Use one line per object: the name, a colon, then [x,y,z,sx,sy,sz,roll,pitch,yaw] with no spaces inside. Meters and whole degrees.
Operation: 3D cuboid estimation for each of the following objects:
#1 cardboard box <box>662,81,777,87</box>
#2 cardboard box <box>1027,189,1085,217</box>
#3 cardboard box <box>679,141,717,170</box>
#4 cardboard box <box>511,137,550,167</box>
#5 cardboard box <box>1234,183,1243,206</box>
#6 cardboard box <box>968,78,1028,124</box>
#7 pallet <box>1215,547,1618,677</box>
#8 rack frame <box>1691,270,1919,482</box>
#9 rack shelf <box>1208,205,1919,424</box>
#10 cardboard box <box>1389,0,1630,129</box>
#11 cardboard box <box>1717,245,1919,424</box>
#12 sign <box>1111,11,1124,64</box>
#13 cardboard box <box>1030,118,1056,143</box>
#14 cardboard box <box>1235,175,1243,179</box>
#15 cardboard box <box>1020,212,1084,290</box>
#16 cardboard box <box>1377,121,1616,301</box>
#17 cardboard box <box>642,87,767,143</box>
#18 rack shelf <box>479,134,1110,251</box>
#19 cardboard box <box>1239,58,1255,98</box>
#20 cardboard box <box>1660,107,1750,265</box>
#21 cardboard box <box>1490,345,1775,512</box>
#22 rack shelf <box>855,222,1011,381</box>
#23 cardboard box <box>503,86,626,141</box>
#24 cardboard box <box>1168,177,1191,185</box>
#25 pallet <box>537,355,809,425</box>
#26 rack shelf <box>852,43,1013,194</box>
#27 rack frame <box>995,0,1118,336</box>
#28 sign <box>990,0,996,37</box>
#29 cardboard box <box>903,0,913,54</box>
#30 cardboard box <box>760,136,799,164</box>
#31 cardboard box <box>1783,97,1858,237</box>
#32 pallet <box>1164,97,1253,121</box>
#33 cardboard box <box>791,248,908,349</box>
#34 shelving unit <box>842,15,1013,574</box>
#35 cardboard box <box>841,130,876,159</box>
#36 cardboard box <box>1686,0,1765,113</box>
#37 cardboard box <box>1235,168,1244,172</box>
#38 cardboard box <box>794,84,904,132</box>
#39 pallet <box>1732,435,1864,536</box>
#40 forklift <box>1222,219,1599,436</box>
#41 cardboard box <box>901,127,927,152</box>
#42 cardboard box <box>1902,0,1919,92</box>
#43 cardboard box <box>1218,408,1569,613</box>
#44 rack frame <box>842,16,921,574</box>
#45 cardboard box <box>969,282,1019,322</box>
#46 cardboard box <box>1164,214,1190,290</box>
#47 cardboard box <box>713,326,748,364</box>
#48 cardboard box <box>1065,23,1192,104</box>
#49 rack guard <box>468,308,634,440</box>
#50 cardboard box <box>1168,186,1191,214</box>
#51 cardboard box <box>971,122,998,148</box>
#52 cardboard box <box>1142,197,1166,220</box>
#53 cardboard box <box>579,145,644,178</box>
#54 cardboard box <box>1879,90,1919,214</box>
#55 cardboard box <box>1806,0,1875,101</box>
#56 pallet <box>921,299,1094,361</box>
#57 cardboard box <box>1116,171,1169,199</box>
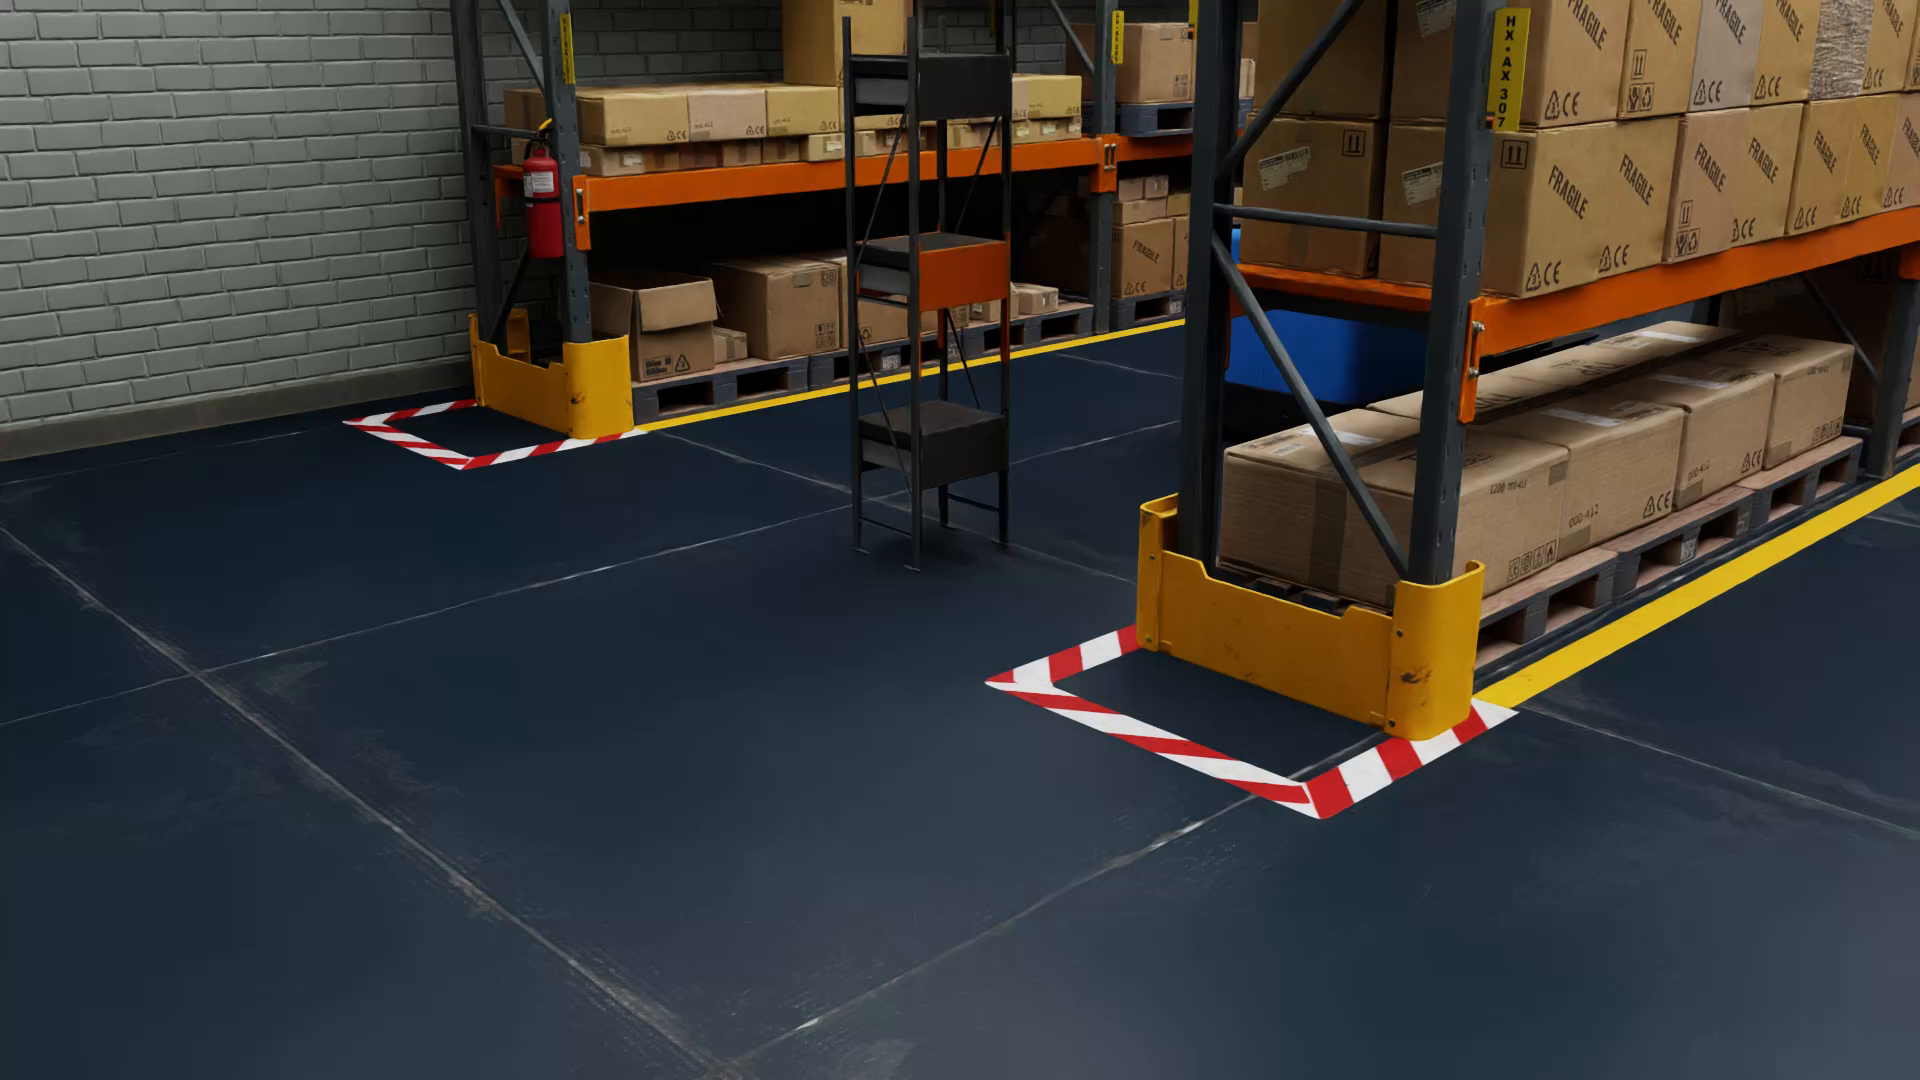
cardboard box: [-1.386,-2.527,9.676,0.500,0.250,0.500,-15,23,-39]
cardboard box: [0.699,-2.397,11.833,0.380,0.149,0.250,17,24,42]
cardboard box: [-1.529,-2.103,9.016,0.250,0.149,0.380,-17,24,-42]
cardboard box: [-2.220,-2.098,8.999,0.250,0.149,0.380,-17,24,-41]
cardboard box: [1.979,-2.561,12.340,0.250,0.149,0.380,-15,23,-39]
cardboard box: [0.073,-2.733,10.311,0.500,0.250,0.500,-16,24,-41]
pallet: [1.663,0.164,6.137,1.213,0.211,1.003,-16,24,-41]
rack frame: [4.043,-1.823,7.744,0.127,3.000,1.000,-16,24,-41]
rack shelf: [2.589,-1.057,6.548,4.000,0.370,1.077,-16,24,-41]
cardboard box: [1.681,-1.537,5.077,0.500,0.500,0.500,-17,25,-42]
cardboard box: [4.438,-1.161,8.467,0.875,0.875,0.875,-15,23,-39]
sign: [1.008,-3.226,10.669,0.005,0.325,0.100,-16,24,-41]
cardboard box: [0.397,-2.631,10.643,0.250,0.149,0.380,-15,24,-39]
cardboard box: [2.040,-2.775,13.000,0.250,0.149,0.380,-16,24,-40]
cardboard box: [0.783,-2.116,12.019,0.500,0.500,0.500,-16,24,-41]
cardboard box: [1.682,-1.060,5.230,0.500,0.500,0.500,-17,24,-41]
cardboard box: [-1.396,-2.300,8.975,0.500,0.250,0.500,-16,24,-40]
rack shelf: [-0.824,-2.169,9.976,4.000,0.370,1.077,-16,24,-41]
cardboard box: [1.903,-3.279,11.771,0.258,0.266,0.396,-15,23,-38]
cardboard box: [2.413,-1.278,5.900,0.500,0.500,0.500,-16,24,-41]
cardboard box: [2.863,-0.505,7.153,0.875,0.438,0.875,17,25,42]
rack shelf: [-0.120,-0.951,6.557,0.480,0.518,0.431,-16,24,-41]
cardboard box: [-2.125,-2.314,9.020,0.500,0.250,0.500,-15,23,-39]
cardboard box: [1.610,-2.680,12.708,0.250,0.149,0.380,-16,24,-40]
pallet: [-1.643,-0.946,9.560,1.213,0.211,1.003,-16,24,-41]
rack shelf: [-0.120,-1.617,6.341,0.480,0.518,0.431,-16,24,-41]
rack frame: [0.630,-2.935,11.172,0.127,3.000,1.000,-16,24,-41]
sign: [0.246,-3.609,11.375,0.005,0.325,0.100,-16,24,-41]
cardboard box: [-0.635,-3.106,10.245,0.500,0.500,0.500,-17,25,-42]
cardboard box: [-1.114,-2.201,9.316,0.250,0.149,0.380,-16,24,-40]
cardboard box: [3.156,-1.495,6.570,0.500,0.500,0.500,-17,24,-42]
pallet: [2.126,-3.278,12.542,1.213,0.211,1.003,-16,24,-41]
cardboard box: [-0.667,-1.468,10.021,0.500,0.500,0.500,-16,24,-40]
shelving unit: [-0.120,-0.964,6.553,0.503,2.100,0.431,-16,24,-41]
cardboard box: [-0.702,-2.298,9.616,0.250,0.149,0.380,-16,24,-40]
cardboard box: [2.420,-1.758,5.761,0.500,0.500,0.500,-16,24,-41]
cardboard box: [2.345,-2.903,13.395,0.380,0.149,0.250,17,24,41]
cardboard box: [-0.673,-2.521,9.658,0.500,0.250,0.500,-17,25,-42]
pallet: [3.436,-0.353,7.731,1.213,0.211,1.003,-16,24,-41]
forklift: [2.582,-2.181,8.960,3.031,2.935,1.130,-17,25,-42]
cardboard box: [-0.415,-2.431,10.026,0.250,0.149,0.380,-16,24,-40]
cardboard box: [3.890,-2.184,7.075,0.500,0.500,0.500,-17,24,-41]
cardboard box: [1.547,-0.119,5.961,0.875,0.438,0.875,17,24,42]
rack frame: [-0.298,-0.912,6.393,0.015,2.100,0.400,-16,24,-41]
cardboard box: [0.167,-1.574,10.729,0.258,0.266,0.396,-15,23,-39]
cardboard box: [1.516,-2.112,12.009,0.500,0.500,0.500,-17,24,-42]
cardboard box: [-1.432,-1.120,9.518,0.380,0.149,0.250,17,24,42]
cardboard box: [1.135,-3.234,11.254,0.500,0.500,0.700,-15,24,-39]
rack guard: [-2.222,-0.914,8.993,0.348,0.500,1.175,-16,24,-41]
cardboard box: [1.590,-2.464,12.042,0.250,0.149,0.380,-17,24,-42]
cardboard box: [0.016,-2.521,10.304,0.250,0.149,0.380,-15,24,-39]
cardboard box: [1.221,-2.346,11.678,0.250,0.149,0.380,-17,25,-42]
cardboard box: [-1.849,-1.976,8.622,0.250,0.149,0.380,-16,24,-41]
cardboard box: [3.881,-1.715,7.249,0.500,0.500,0.500,-16,24,-40]
cardboard box: [3.152,-1.969,6.410,0.500,0.500,0.500,-16,24,-40]
pallet: [0.130,-1.463,11.154,1.213,0.211,1.003,-16,24,-41]
cardboard box: [1.229,-2.478,11.601,0.380,0.149,0.250,16,24,41]
